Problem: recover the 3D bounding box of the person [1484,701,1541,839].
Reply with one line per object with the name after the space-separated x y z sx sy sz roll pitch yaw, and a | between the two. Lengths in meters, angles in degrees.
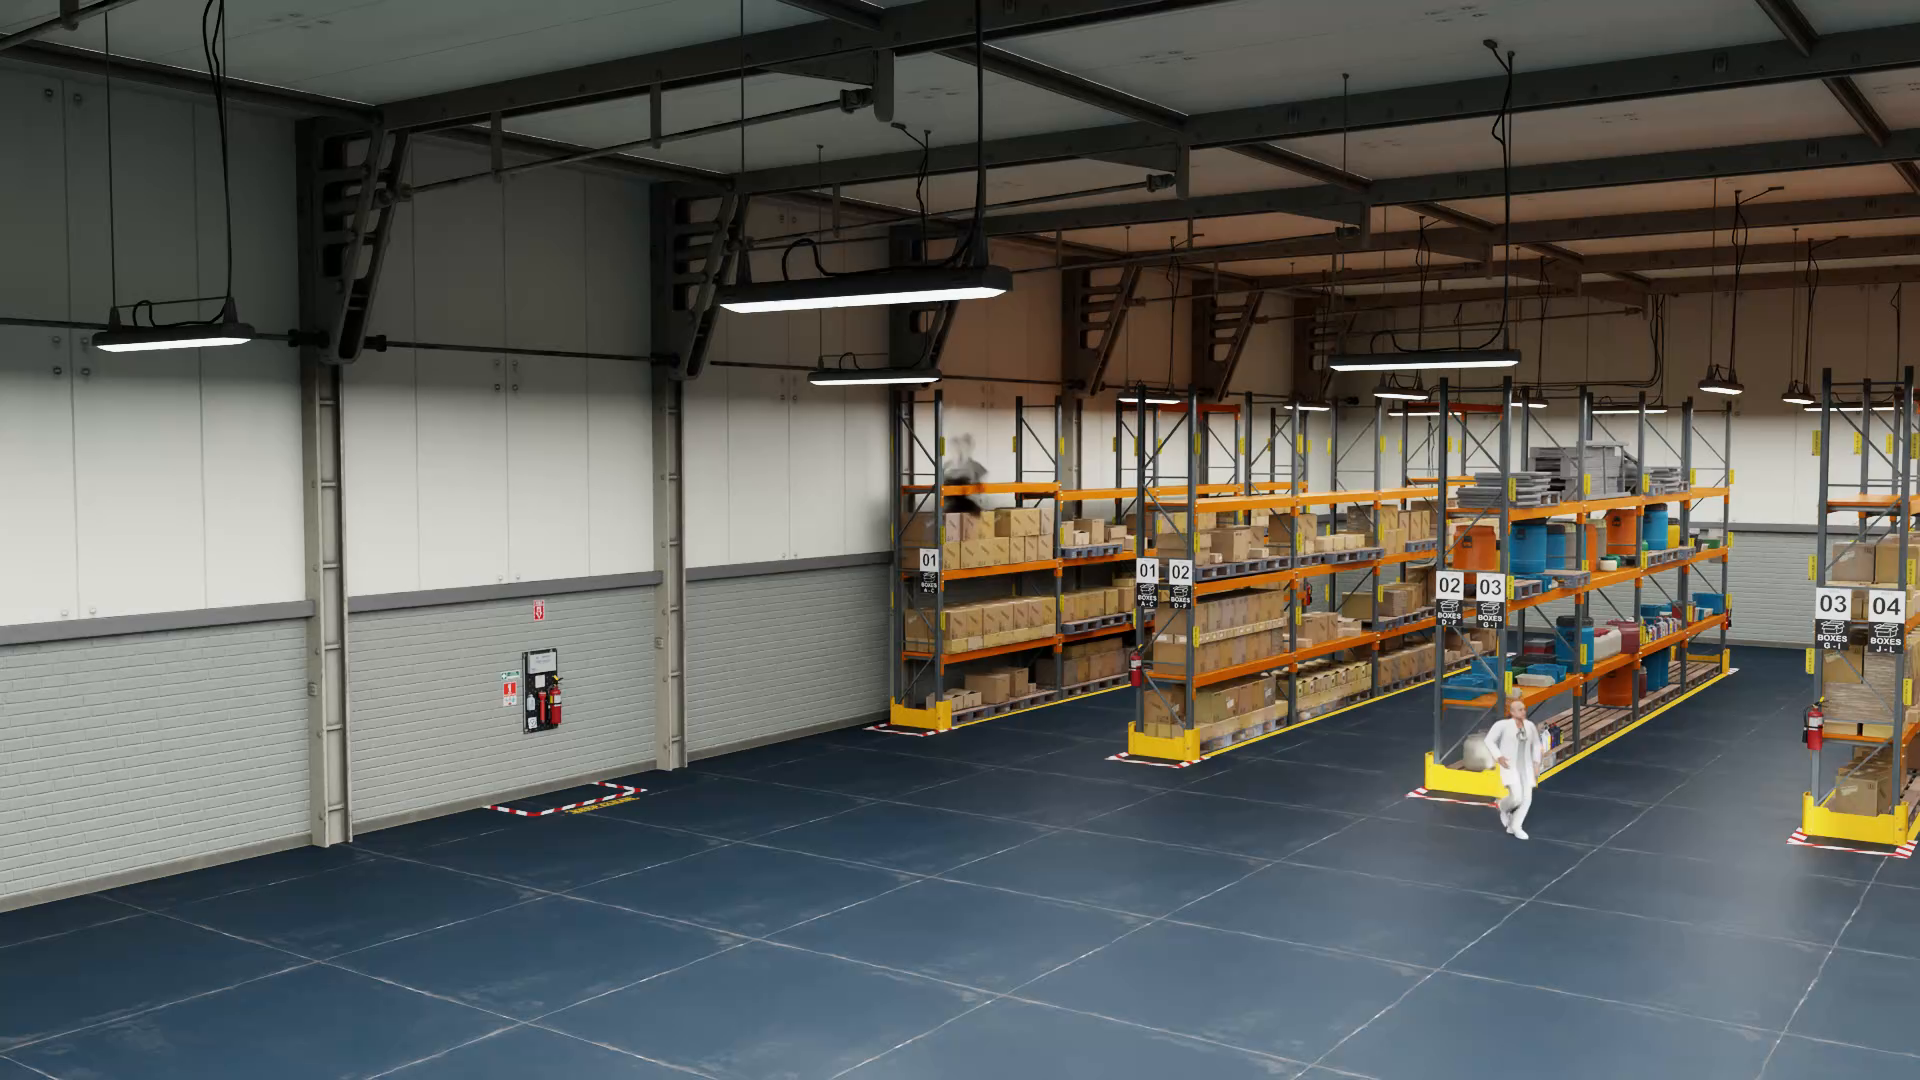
7.144 2.944 21.376 0.746 1.731 0.577 0 3 -8 | person
